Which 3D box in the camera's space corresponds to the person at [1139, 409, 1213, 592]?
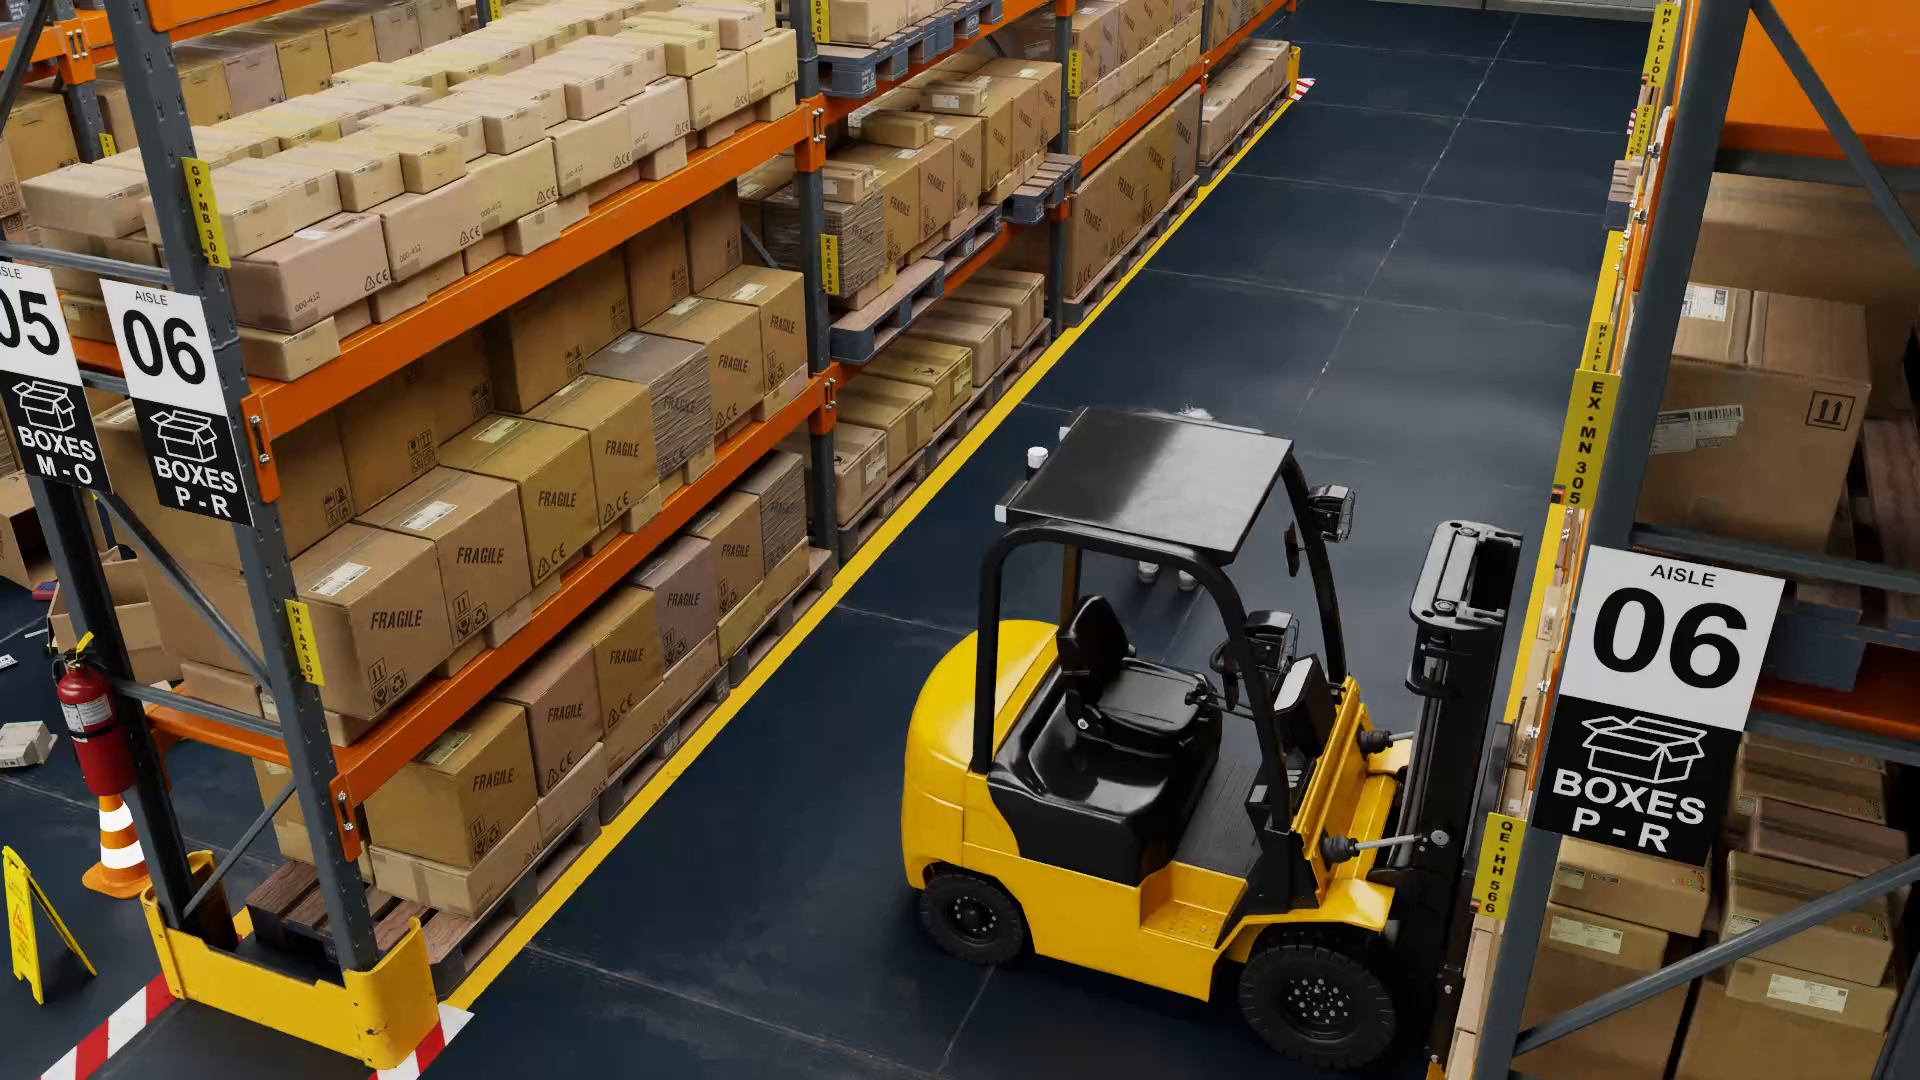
[{"bbox_3d":[1.303,-0.308,9.712,0.527,1.011,0.952,10,31,17],"label":"person"}]
